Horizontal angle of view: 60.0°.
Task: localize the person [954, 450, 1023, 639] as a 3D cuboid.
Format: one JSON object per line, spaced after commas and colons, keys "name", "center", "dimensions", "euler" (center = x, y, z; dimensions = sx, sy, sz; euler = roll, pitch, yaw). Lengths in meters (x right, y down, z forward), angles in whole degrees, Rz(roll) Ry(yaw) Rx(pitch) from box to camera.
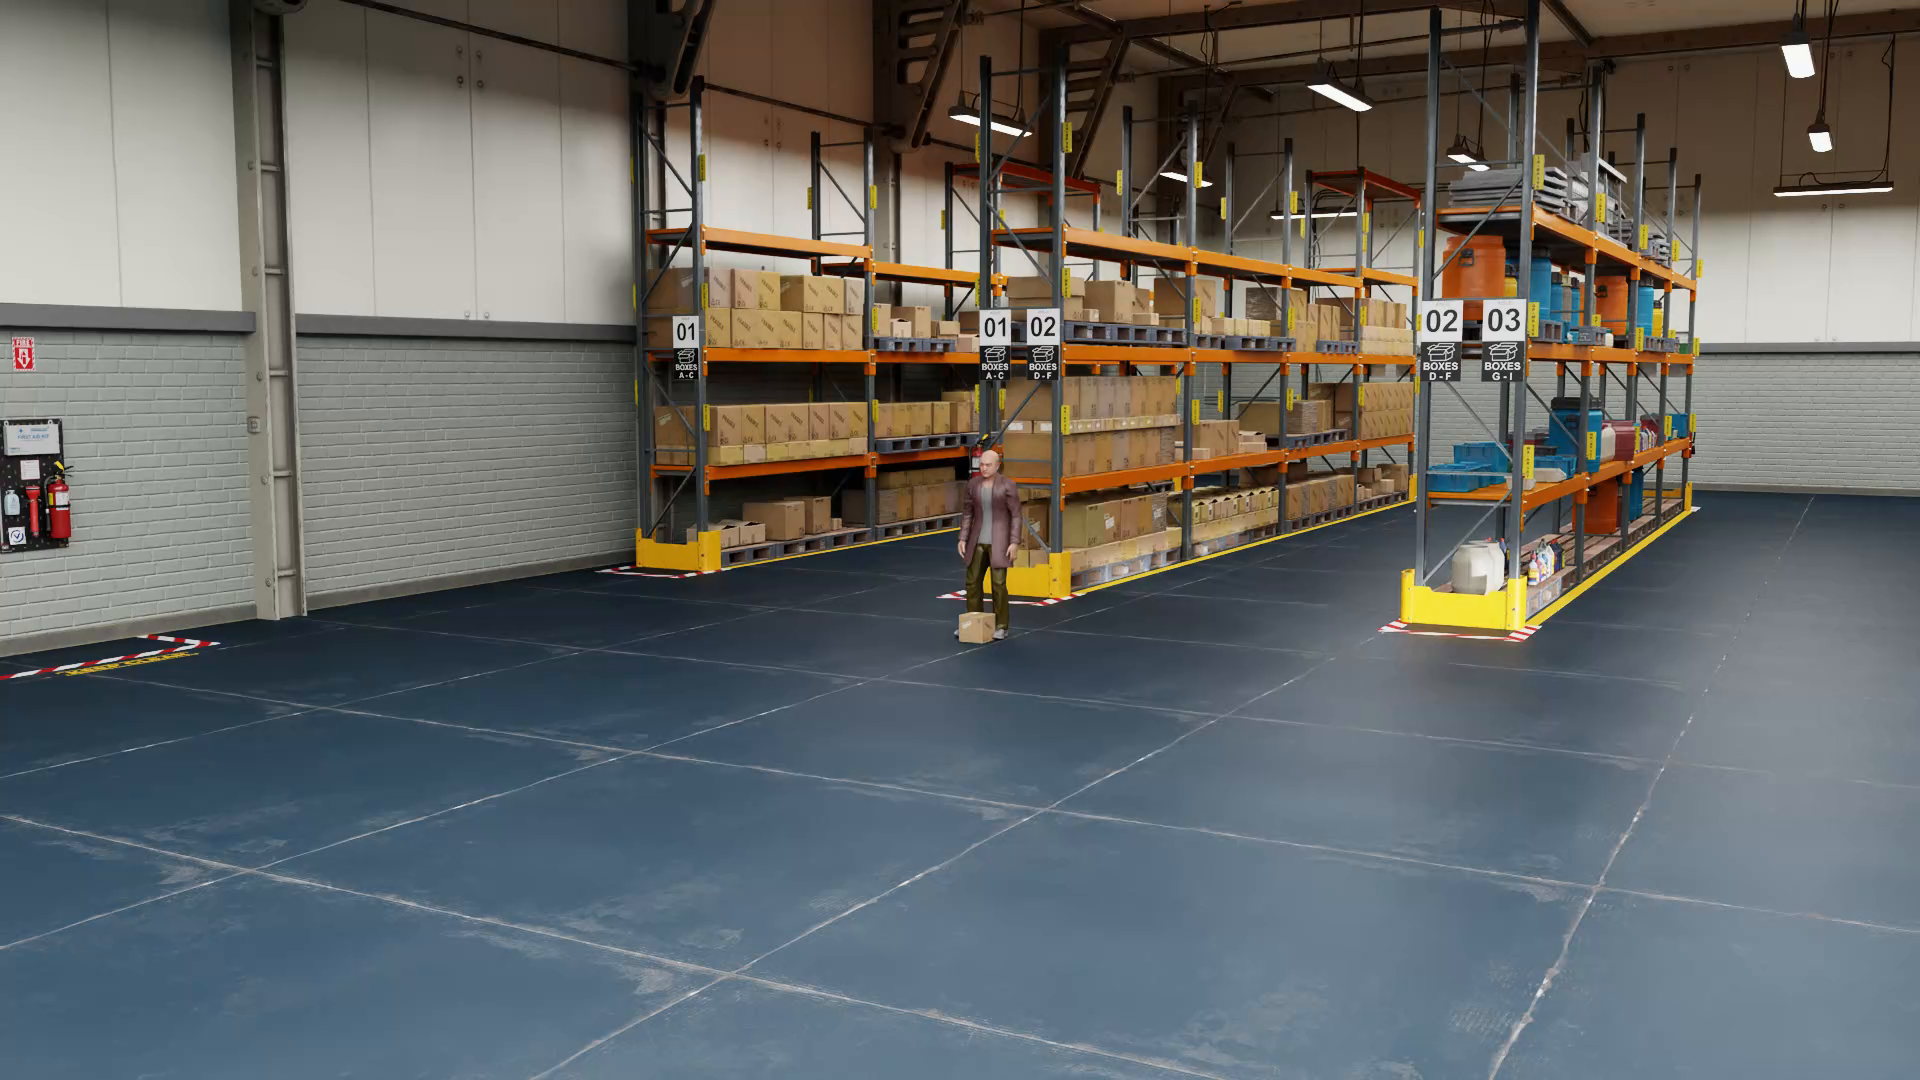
{"name": "person", "center": [0.281, 0.038, 15.688], "dimensions": [0.656, 1.774, 0.416], "euler": [3, 6, 27]}
